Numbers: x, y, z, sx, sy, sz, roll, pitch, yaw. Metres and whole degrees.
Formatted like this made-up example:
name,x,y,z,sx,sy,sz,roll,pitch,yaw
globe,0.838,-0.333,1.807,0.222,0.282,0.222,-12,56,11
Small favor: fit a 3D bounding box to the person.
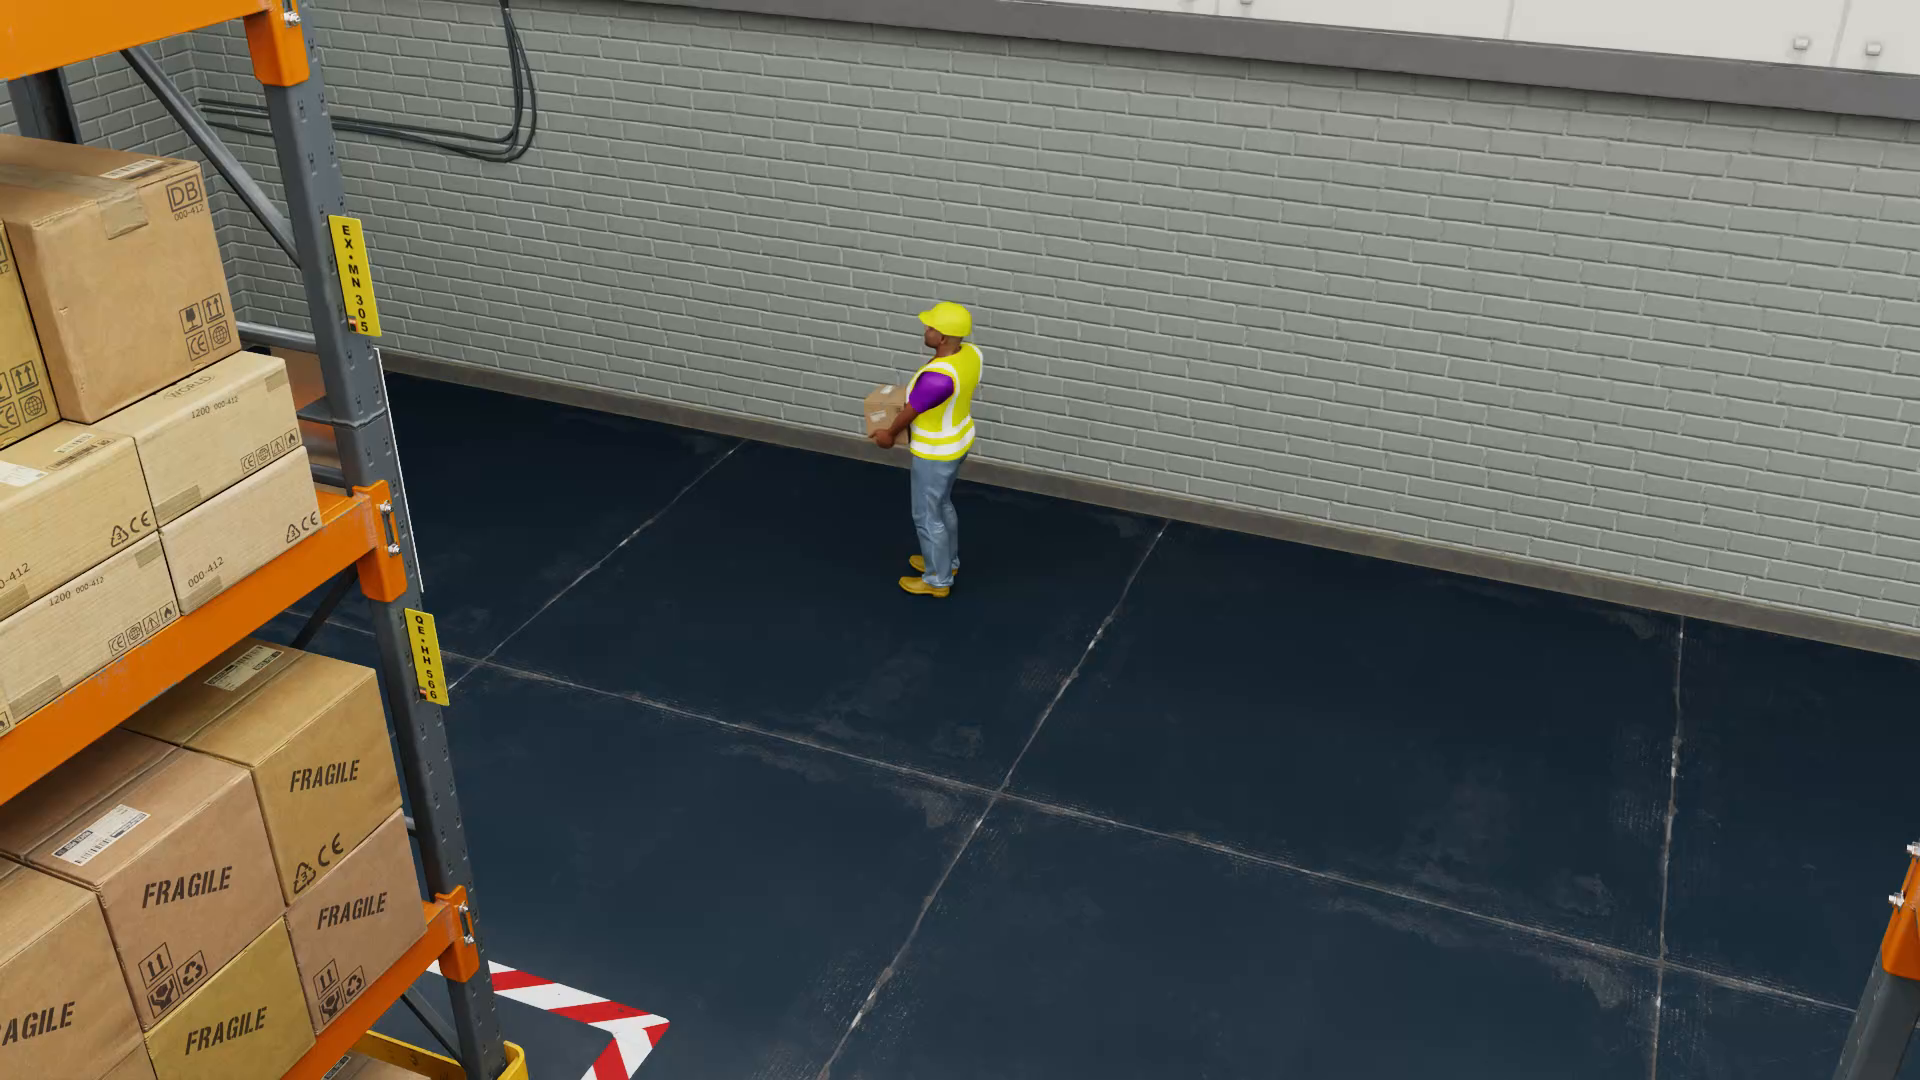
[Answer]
name,x,y,z,sx,sy,sz,roll,pitch,yaw
person,-0.199,-0.527,9.316,0.577,1.759,0.502,11,31,19
